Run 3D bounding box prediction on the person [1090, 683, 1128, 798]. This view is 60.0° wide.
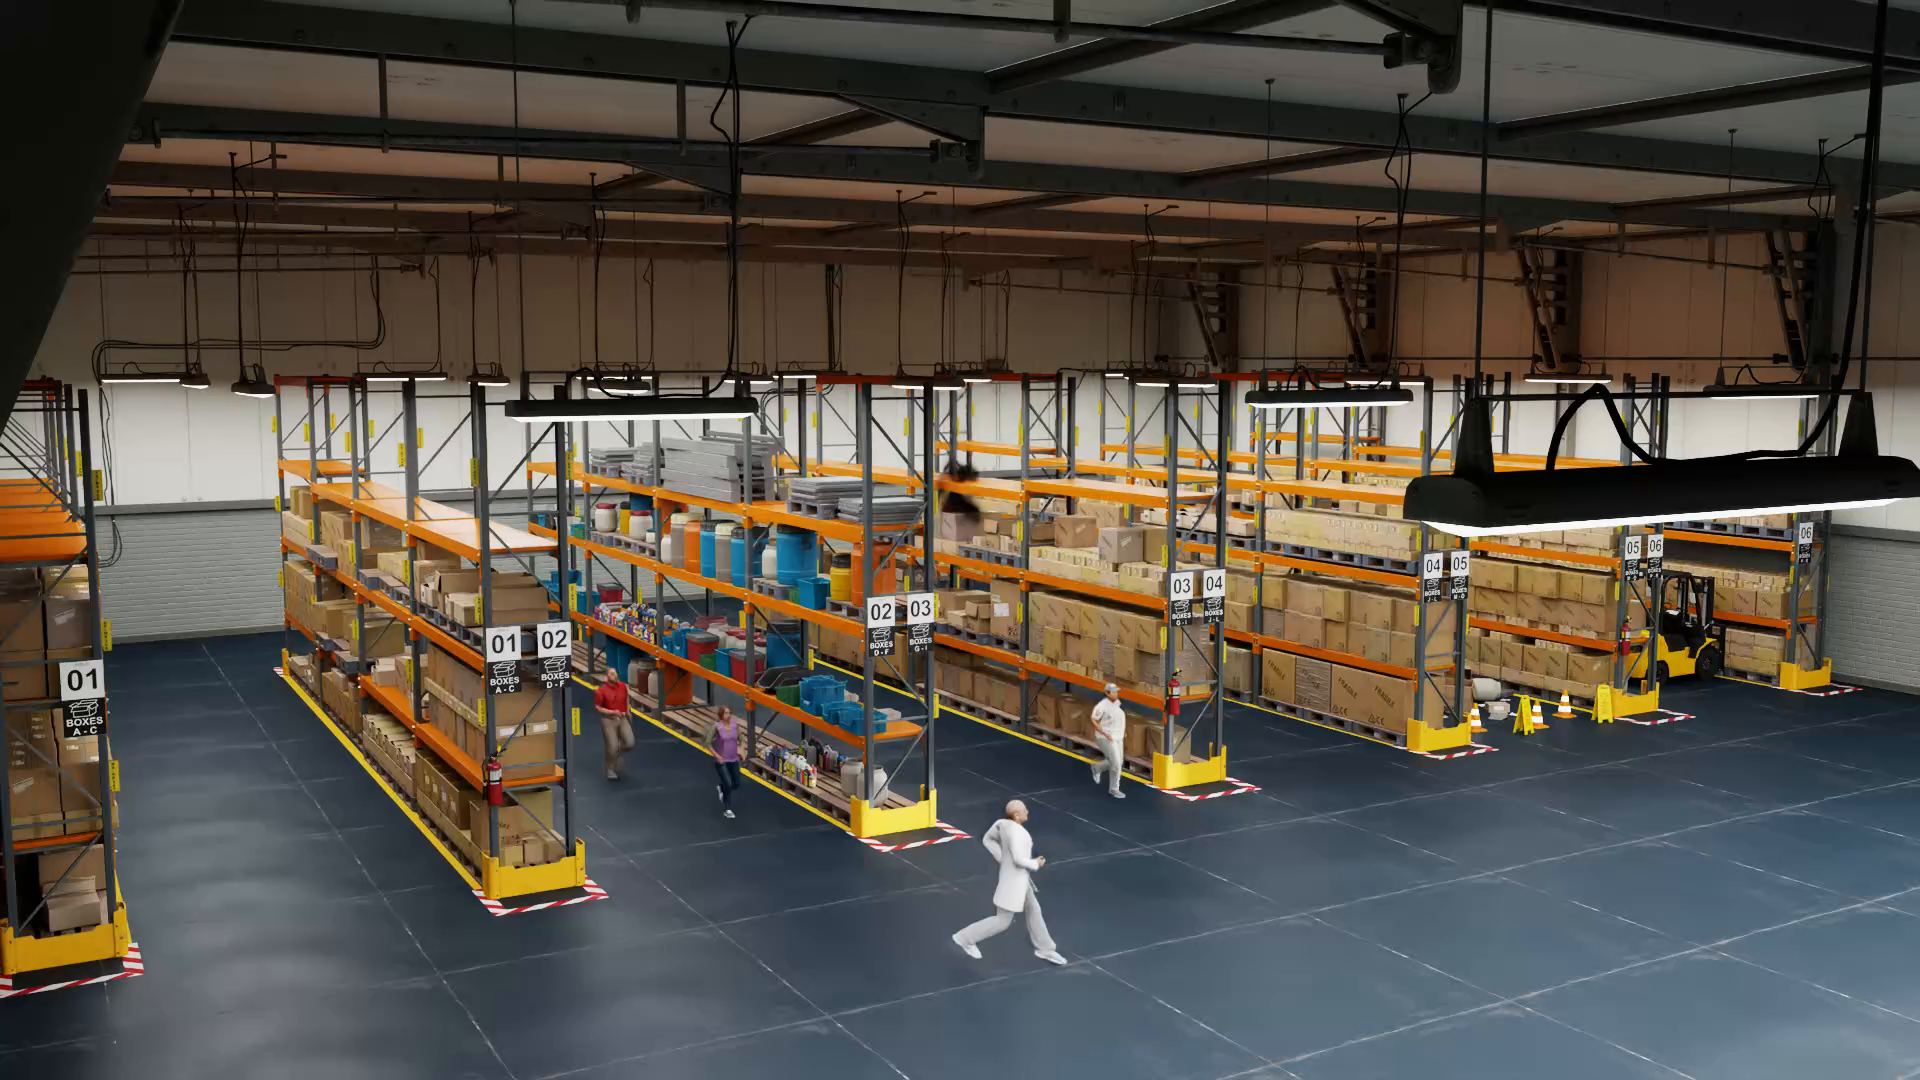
[{"bbox_3d":[2.141,2.886,24.203,0.700,1.645,0.622,6,8,42],"label":"person"}]

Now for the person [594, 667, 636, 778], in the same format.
[{"bbox_3d":[-5.162,2.765,25.081,0.674,1.692,0.587,-6,9,-44],"label":"person"}]

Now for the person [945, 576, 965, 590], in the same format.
[{"bbox_3d":[-0.127,0.904,41.999,0.962,1.629,0.583,0,6,1],"label":"person"}]

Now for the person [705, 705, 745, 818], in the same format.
[{"bbox_3d":[-3.267,3.040,23.041,0.583,1.553,0.594,-4,8,-34],"label":"person"}]

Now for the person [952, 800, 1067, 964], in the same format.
[{"bbox_3d":[0.525,3.579,17.202,1.217,1.796,0.671,0,6,-4],"label":"person"}]
